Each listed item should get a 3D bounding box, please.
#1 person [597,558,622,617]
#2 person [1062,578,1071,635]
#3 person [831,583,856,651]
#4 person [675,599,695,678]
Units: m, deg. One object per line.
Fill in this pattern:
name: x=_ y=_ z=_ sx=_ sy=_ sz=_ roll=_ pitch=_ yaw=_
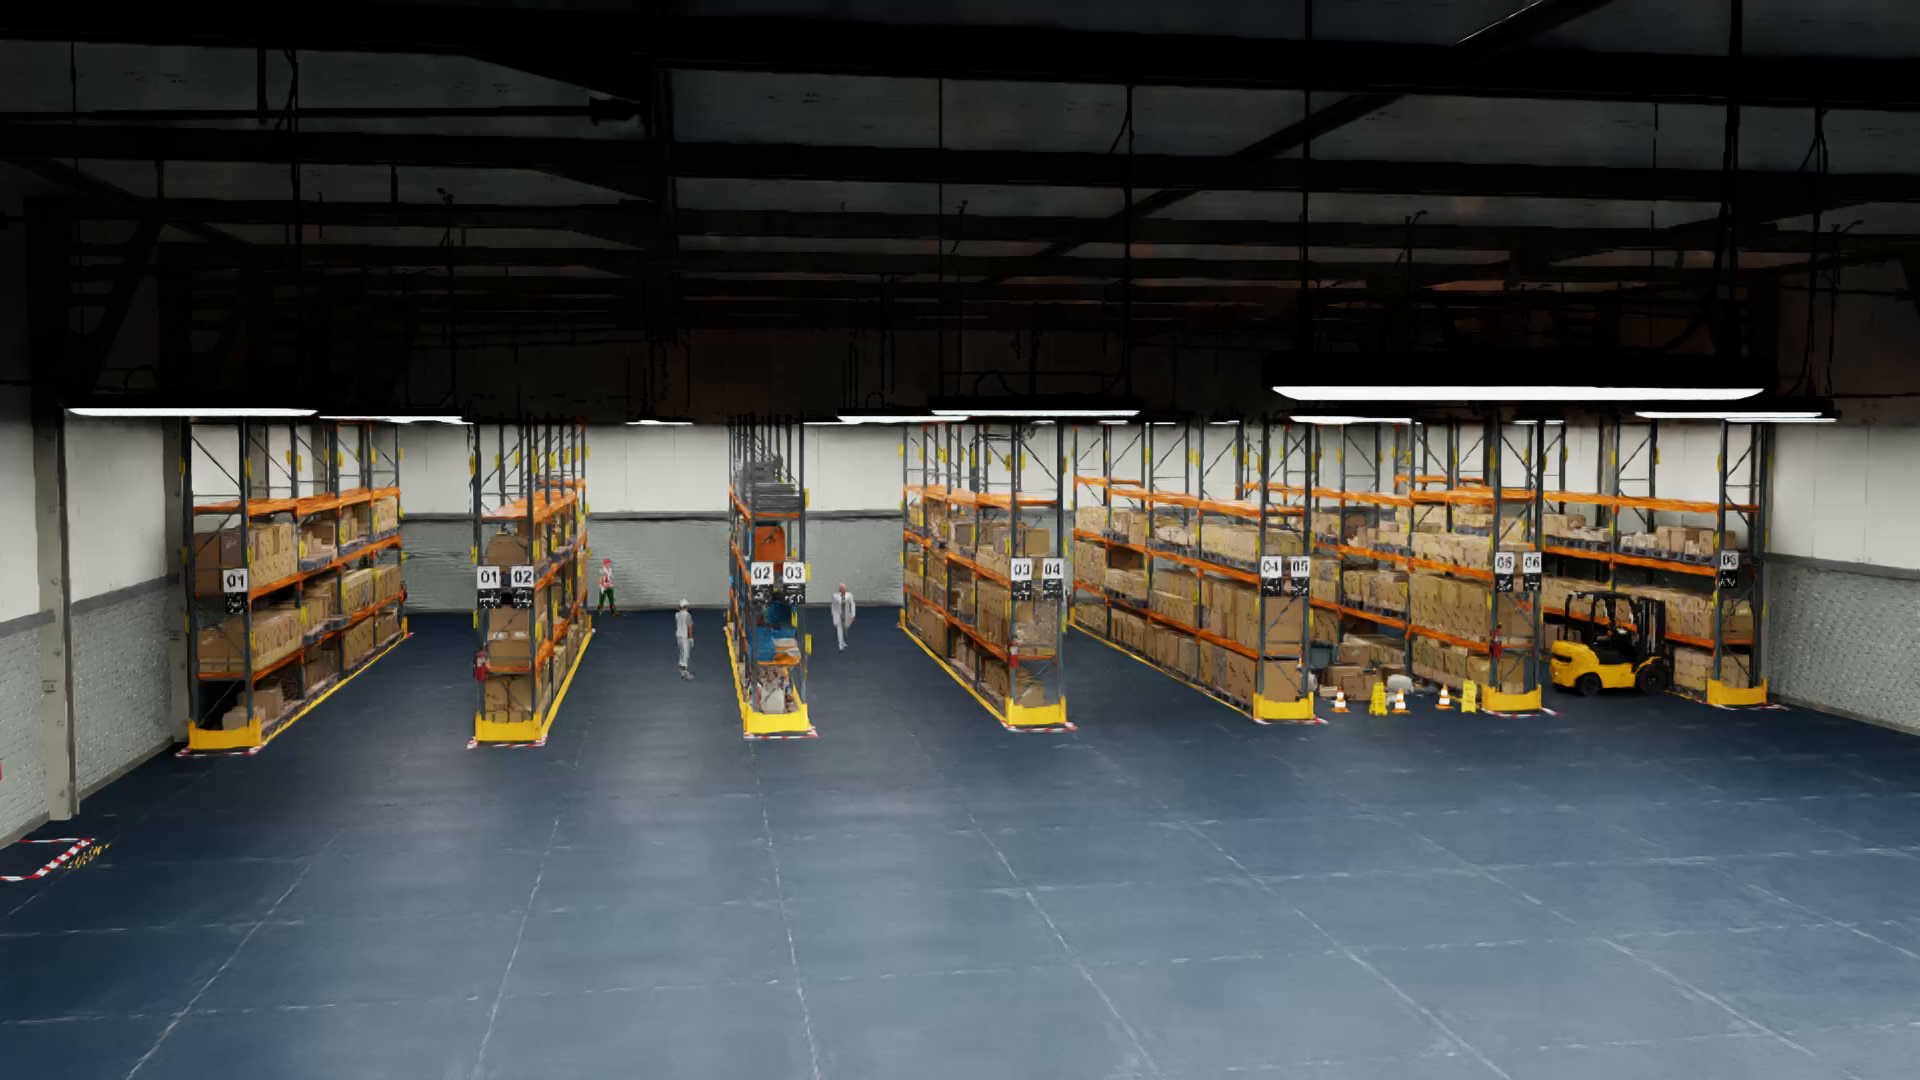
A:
person: x=-10.598 y=1.418 z=50.033 sx=0.534 sy=1.784 sz=0.711 roll=2 pitch=4 yaw=29
person: x=2.757 y=1.814 z=45.794 sx=0.625 sy=1.611 sz=0.582 roll=-1 pitch=4 yaw=-11
person: x=-2.997 y=1.952 z=42.742 sx=0.603 sy=1.725 sz=1.110 roll=-1 pitch=4 yaw=-10
person: x=-6.237 y=2.232 z=37.912 sx=0.439 sy=1.787 sz=0.600 roll=-3 pitch=5 yaw=-40
